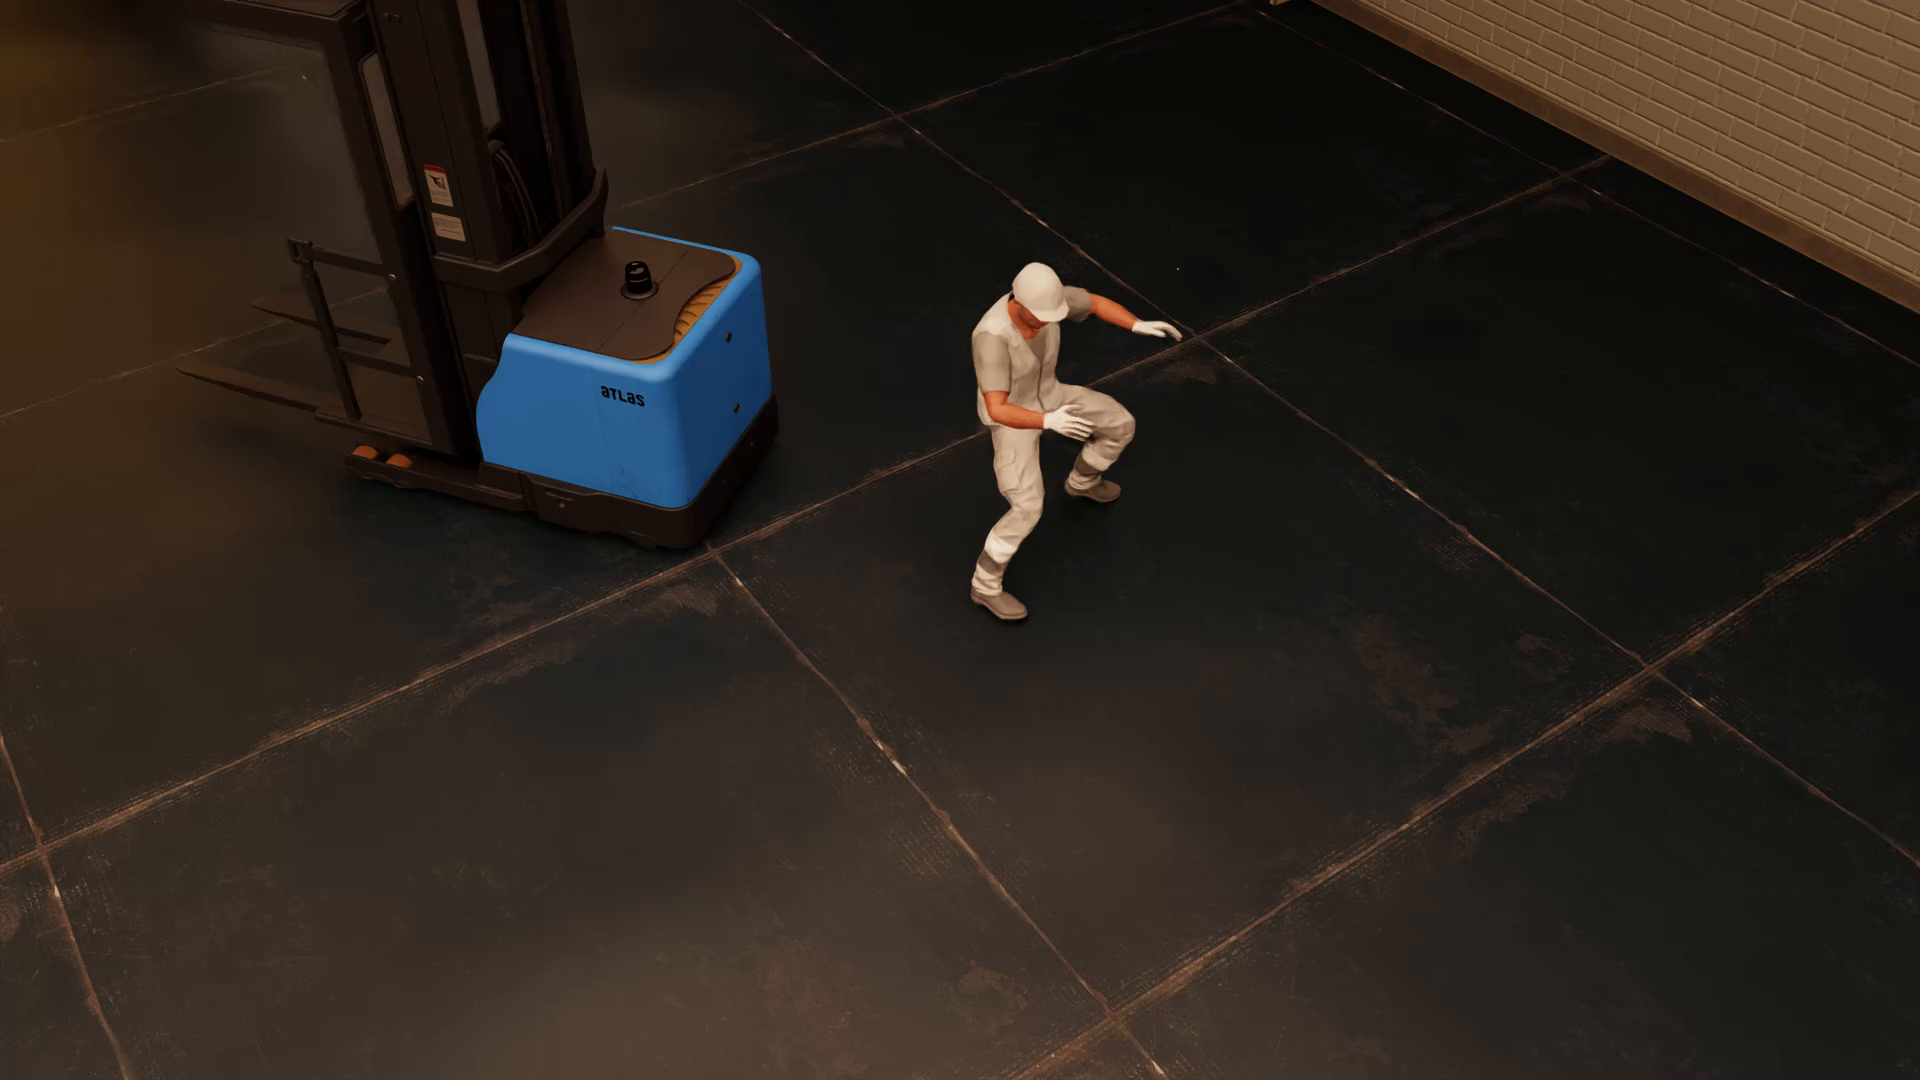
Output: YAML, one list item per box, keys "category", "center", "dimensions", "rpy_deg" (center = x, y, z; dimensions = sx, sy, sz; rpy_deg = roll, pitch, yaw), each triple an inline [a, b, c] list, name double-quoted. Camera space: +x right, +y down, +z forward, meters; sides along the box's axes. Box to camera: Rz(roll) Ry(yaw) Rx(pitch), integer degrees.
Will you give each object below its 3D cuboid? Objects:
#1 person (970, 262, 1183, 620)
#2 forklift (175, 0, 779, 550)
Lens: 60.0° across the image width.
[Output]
- category: "person"
  center: [0.421, -0.541, 7.327]
  dimensions: [1.060, 1.548, 0.753]
  rpy_deg: [-33, 52, -31]
- category: "forklift"
  center: [-2.484, -1.652, 7.508]
  dimensions: [3.031, 2.935, 1.130]
  rpy_deg: [14, 45, 15]
